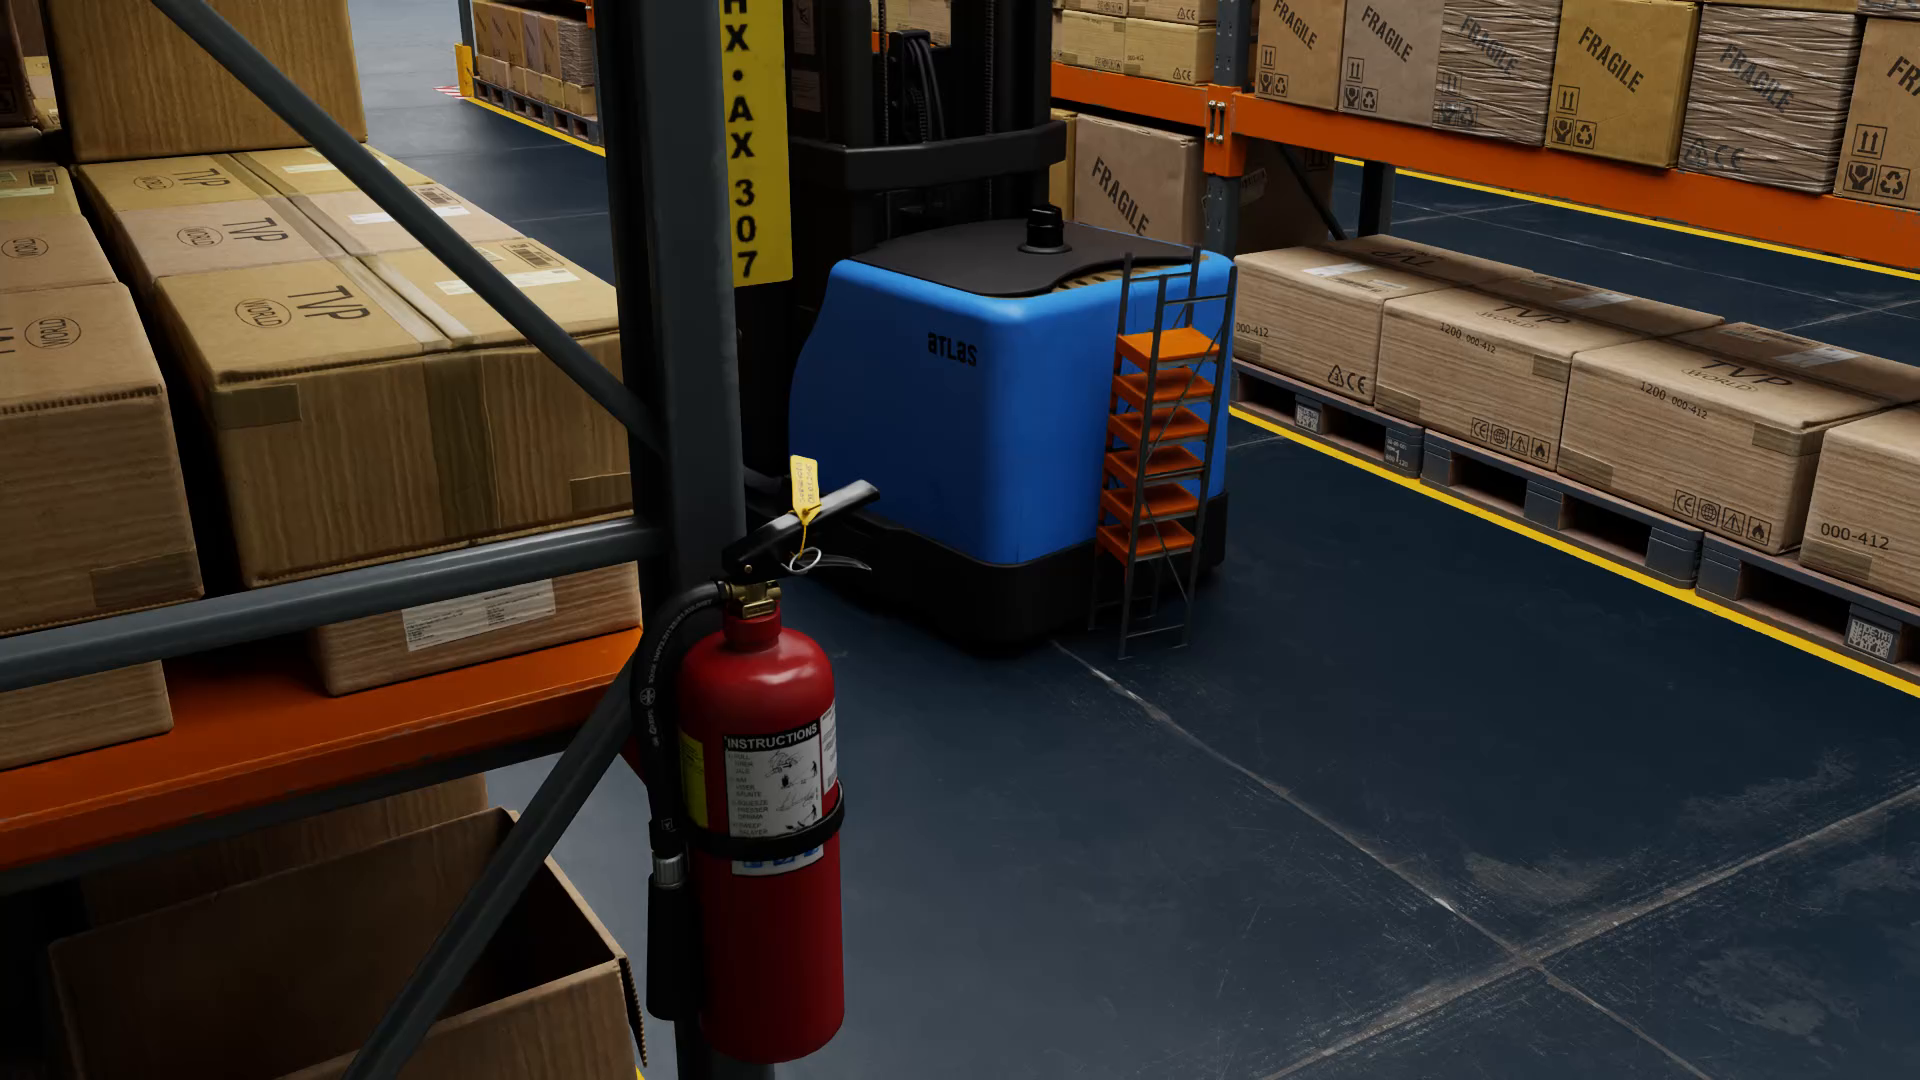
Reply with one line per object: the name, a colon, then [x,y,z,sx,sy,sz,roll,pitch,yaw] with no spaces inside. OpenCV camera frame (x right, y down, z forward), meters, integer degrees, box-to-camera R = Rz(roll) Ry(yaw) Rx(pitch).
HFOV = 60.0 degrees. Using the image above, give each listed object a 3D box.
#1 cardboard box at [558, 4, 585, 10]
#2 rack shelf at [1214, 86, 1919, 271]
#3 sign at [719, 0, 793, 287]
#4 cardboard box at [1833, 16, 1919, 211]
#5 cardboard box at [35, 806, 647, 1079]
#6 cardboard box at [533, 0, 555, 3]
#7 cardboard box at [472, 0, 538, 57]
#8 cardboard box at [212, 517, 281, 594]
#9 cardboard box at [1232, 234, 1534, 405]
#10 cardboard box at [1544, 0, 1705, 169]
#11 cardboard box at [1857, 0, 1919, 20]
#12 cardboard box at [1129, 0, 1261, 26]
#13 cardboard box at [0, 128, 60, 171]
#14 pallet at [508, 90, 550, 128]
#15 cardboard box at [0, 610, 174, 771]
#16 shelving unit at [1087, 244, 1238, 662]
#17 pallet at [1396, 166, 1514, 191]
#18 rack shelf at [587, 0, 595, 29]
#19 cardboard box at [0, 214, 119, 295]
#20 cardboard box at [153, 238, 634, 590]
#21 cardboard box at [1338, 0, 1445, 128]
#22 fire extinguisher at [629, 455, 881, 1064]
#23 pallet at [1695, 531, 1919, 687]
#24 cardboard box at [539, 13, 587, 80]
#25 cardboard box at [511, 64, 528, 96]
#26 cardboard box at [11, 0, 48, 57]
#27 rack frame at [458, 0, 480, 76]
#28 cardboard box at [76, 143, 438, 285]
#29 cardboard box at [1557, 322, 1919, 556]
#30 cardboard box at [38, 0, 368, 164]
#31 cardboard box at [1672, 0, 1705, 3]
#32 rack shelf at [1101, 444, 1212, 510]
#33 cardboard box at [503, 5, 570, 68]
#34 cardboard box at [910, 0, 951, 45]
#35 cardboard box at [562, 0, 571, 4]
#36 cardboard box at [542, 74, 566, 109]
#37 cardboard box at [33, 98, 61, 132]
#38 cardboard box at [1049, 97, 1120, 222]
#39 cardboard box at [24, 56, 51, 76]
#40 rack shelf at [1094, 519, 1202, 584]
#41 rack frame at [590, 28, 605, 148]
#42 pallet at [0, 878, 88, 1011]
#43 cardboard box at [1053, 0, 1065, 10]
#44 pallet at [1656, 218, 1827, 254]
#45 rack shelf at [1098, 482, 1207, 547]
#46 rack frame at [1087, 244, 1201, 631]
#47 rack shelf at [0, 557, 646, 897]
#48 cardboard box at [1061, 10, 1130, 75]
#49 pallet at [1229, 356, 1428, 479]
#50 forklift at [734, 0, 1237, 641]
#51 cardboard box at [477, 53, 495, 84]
cardboard box: [-3.445,-4.781,15.687,0.500,0.500,0.500,-13,26,-29]
rack shelf: [2.552,-1.189,5.709,1.077,0.370,4.000,-13,25,-28]
sign: [-0.225,-0.425,1.723,0.100,0.325,0.005,-13,25,-28]
cardboard box: [2.856,-1.192,4.628,0.500,0.500,0.500,-13,26,-29]
cardboard box: [-0.923,0.826,2.552,0.797,0.503,0.637,-14,26,-30]
cardboard box: [-3.966,-5.114,16.507,0.500,0.500,0.500,-12,25,-28]
cardboard box: [-4.413,-5.001,16.229,0.500,0.500,0.500,-14,26,-30]
cardboard box: [-0.794,-0.035,2.249,0.380,0.149,0.250,-12,25,-27]
cardboard box: [1.759,-0.954,7.019,0.875,0.438,0.875,-13,25,-29]
cardboard box: [2.310,-1.521,5.438,0.500,0.500,0.500,-12,25,-27]
cardboard box: [2.830,-1.659,4.448,0.500,0.500,0.500,-13,25,-28]
cardboard box: [1.096,-2.428,7.337,0.500,0.250,0.500,-13,25,-28]
cardboard box: [-1.933,-0.583,3.067,0.500,0.250,0.500,-13,25,-28]
pallet: [-3.557,-4.074,15.554,1.003,0.211,1.213,-13,25,-28]
cardboard box: [-1.092,0.141,1.813,0.380,0.149,0.250,-13,25,-29]
shelving unit: [0.566,-0.229,4.761,0.258,1.200,0.189,-10,31,-23]
pallet: [4.089,-2.905,12.677,1.003,0.211,1.213,-13,25,-28]
rack shelf: [-1.535,-3.779,12.081,1.077,0.370,4.000,-13,25,-28]
cardboard box: [-1.417,-0.253,2.253,0.500,0.250,0.500,-13,25,-28]
cardboard box: [-0.692,-0.186,2.090,0.500,0.250,0.500,-12,25,-28]
cardboard box: [1.798,-1.850,6.248,0.500,0.500,0.500,-12,25,-28]
fire extinguisher: [-0.219,0.248,1.816,0.296,0.674,0.183,-13,25,-28]
pallet: [3.098,0.173,5.106,1.003,0.211,1.213,-13,25,-28]
cardboard box: [-3.351,-4.332,14.584,0.500,0.500,0.500,-12,25,-27]
cardboard box: [-3.881,-4.320,15.550,0.500,0.250,0.500,-11,24,-25]
cardboard box: [-2.790,-1.655,5.208,0.700,0.500,0.500,-12,25,-27]
rack frame: [-4.600,-6.055,16.724,1.000,3.000,0.127,-13,25,-28]
cardboard box: [-1.212,-0.513,2.894,0.500,0.250,0.500,-13,26,-29]
cardboard box: [2.676,-0.372,5.588,0.875,0.438,0.875,-12,25,-27]
cardboard box: [-1.459,-1.019,3.144,0.500,0.500,0.500,-12,25,-27]
cardboard box: [2.325,-1.982,5.244,0.500,0.500,0.500,-13,25,-29]
rack shelf: [0.564,-0.190,4.782,0.258,0.103,0.180,-10,31,-23]
cardboard box: [-3.893,-4.668,15.412,0.500,0.500,0.500,-12,25,-27]
cardboard box: [0.061,-2.855,9.051,0.500,0.250,0.500,-12,25,-27]
cardboard box: [-3.595,-5.226,15.922,0.380,0.149,0.250,-12,25,-27]
cardboard box: [-3.370,-3.991,14.740,0.500,0.250,0.500,-13,26,-30]
cardboard box: [-1.753,-0.841,3.702,0.500,0.250,0.500,-13,25,-29]
cardboard box: [0.677,-1.857,8.659,0.875,0.875,0.875,-12,25,-27]
cardboard box: [-2.265,-1.164,4.497,0.500,0.250,0.500,-12,25,-27]
rack shelf: [0.552,0.021,4.895,0.258,0.103,0.180,-10,31,-23]
rack frame: [-2.556,-4.760,13.538,1.000,3.000,0.127,-13,25,-28]
pallet: [-1.758,0.696,3.820,1.003,0.211,1.213,-13,25,-28]
cardboard box: [0.564,-2.755,8.141,0.500,0.250,0.500,-12,25,-27]
pallet: [5.335,-2.115,10.734,1.003,0.211,1.213,-13,25,-28]
rack shelf: [0.558,-0.084,4.839,0.258,0.103,0.180,-10,31,-23]
rack frame: [0.527,-0.270,4.833,0.240,1.200,0.006,-10,31,-23]
rack shelf: [-1.714,-0.233,3.358,1.077,0.370,4.000,-13,25,-28]
cardboard box: [0.825,-2.362,7.839,0.500,0.250,0.500,-13,25,-29]
pallet: [1.851,-0.617,7.049,1.003,0.211,1.213,-13,25,-28]
forklift: [-0.472,-1.537,5.700,1.130,2.935,3.031,-18,28,-37]
cardboard box: [-4.425,-4.661,16.389,0.500,0.250,0.500,-13,25,-29]
